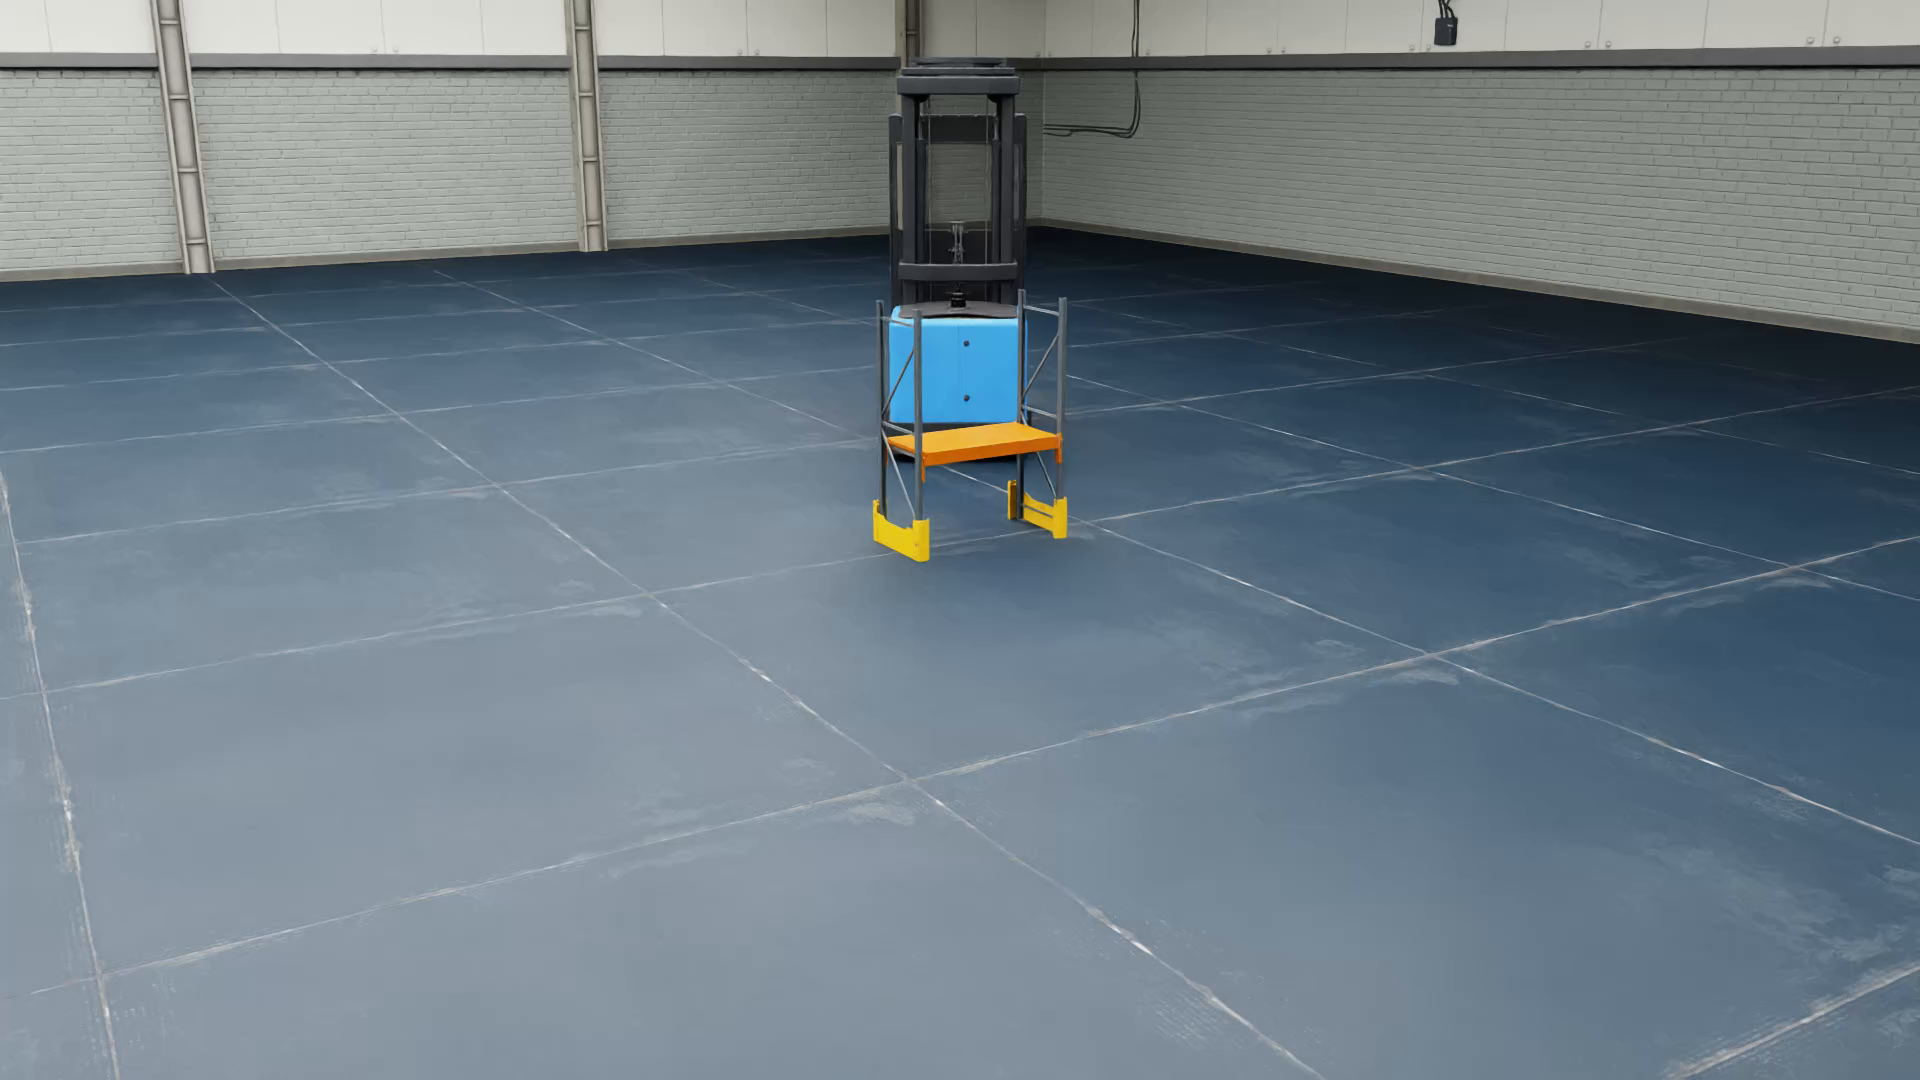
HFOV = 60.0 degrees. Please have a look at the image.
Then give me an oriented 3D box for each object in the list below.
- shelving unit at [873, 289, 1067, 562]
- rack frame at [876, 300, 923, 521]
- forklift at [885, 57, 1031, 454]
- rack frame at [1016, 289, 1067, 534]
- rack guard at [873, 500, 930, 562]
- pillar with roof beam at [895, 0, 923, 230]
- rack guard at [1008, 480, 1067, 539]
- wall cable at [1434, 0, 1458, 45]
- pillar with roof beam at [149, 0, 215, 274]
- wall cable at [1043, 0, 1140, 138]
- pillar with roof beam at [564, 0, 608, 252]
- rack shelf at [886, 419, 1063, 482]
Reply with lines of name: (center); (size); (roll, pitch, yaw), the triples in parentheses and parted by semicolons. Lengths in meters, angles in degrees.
shelving unit: (0.065, -0.733, 10.245); (1.083, 1.500, 0.587); (-9, 18, -30)
rack frame: (-0.363, -0.663, 9.998); (0.032, 1.500, 0.500); (-9, 18, -30)
forklift: (-0.017, -2.391, 13.510); (1.130, 2.935, 3.031); (0, 16, 0)
rack frame: (0.509, -0.805, 10.502); (0.032, 1.500, 0.500); (-9, 18, -30)
rack guard: (-0.362, -0.062, 10.167); (0.087, 0.250, 0.587); (-9, 18, -30)
pillar with roof beam: (1.314, -8.943, 25.641); (0.400, 9.000, 9.100); (-9, 18, -30)
rack guard: (0.492, -0.200, 10.661); (0.087, 0.250, 0.587); (-9, 18, -30)
wall cable: (7.178, -9.481, 21.261); (0.169, 6.003, 2.305); (-9, 18, -30)
pillar with roof beam: (-8.973, -7.275, 19.690); (0.400, 9.000, 9.100); (-9, 18, -30)
wall cable: (2.303, -8.547, 29.983); (0.112, 2.526, 3.097); (-9, 18, -30)
pillar with roof beam: (-3.829, -8.109, 22.665); (0.400, 9.000, 9.100); (-9, 18, -30)
rack shelf: (0.073, -0.561, 10.298); (1.000, 0.185, 0.538); (-9, 18, -30)
